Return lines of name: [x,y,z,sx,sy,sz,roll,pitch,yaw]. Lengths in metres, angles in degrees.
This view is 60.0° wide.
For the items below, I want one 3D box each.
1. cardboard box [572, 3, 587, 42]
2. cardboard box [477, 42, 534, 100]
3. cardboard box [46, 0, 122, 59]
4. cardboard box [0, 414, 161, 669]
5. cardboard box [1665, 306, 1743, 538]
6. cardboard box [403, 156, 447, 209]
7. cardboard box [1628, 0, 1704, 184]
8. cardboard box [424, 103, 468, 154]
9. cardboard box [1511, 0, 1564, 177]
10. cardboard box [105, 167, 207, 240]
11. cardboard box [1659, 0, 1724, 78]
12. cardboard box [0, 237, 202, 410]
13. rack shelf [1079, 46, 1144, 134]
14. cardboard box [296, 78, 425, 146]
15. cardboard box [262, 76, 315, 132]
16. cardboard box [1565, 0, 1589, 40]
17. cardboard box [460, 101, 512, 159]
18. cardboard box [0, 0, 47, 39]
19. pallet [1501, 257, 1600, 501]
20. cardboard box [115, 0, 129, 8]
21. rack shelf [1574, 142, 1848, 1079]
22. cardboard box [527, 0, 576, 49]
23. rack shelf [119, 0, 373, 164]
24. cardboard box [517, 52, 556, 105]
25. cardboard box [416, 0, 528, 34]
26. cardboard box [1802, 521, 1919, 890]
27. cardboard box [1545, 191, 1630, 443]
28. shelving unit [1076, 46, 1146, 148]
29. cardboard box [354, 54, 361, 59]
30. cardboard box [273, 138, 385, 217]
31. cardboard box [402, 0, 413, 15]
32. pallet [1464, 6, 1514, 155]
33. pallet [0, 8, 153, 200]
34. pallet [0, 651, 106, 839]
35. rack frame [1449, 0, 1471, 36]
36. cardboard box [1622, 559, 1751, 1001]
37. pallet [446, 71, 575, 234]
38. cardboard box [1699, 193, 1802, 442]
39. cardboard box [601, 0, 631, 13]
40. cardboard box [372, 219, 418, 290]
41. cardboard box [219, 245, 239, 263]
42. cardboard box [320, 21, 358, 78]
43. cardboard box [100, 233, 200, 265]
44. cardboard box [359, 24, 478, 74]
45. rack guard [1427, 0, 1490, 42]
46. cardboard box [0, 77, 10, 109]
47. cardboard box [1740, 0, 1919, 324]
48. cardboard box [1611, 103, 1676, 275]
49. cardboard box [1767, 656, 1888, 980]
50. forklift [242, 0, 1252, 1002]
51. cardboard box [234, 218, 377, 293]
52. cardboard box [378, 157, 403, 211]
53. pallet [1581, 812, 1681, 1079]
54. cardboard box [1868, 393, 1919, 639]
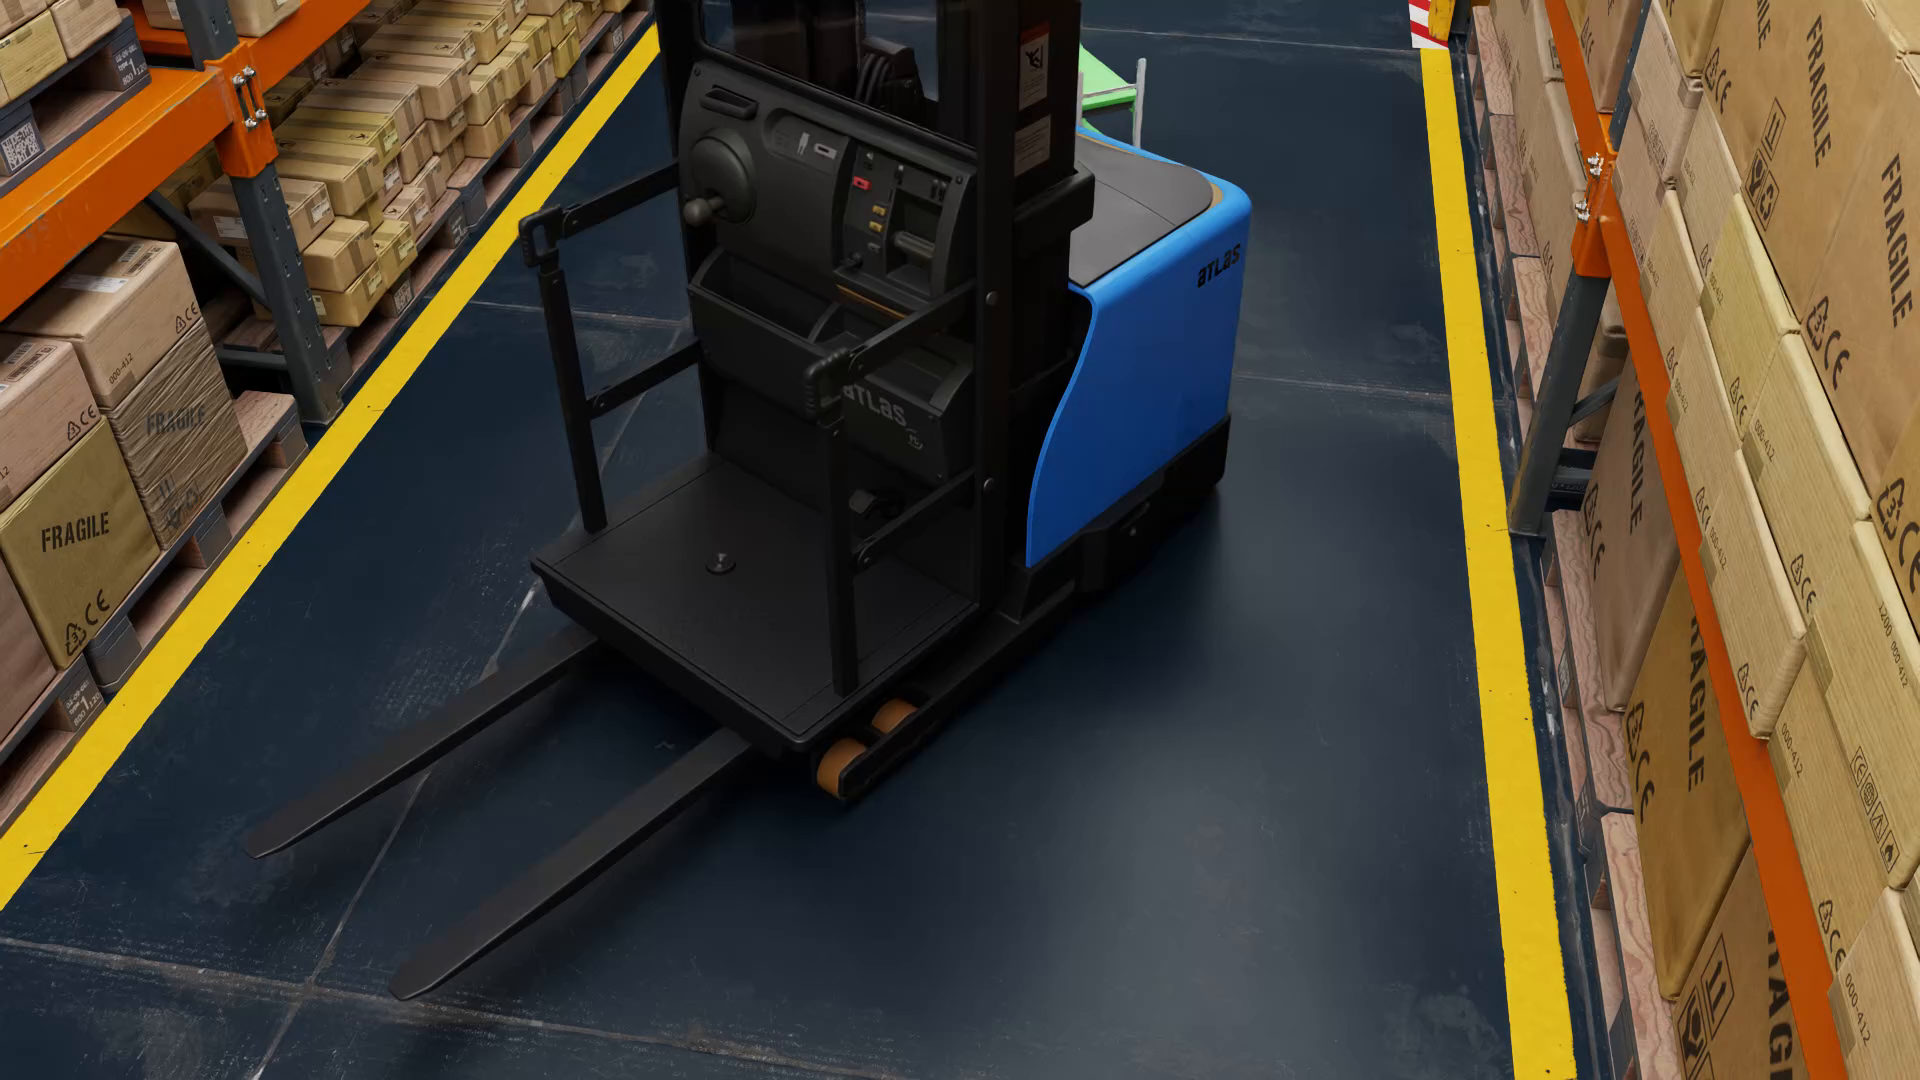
cardboard box: [-1.951,-2.371,7.671,0.380,0.149,0.250,7,40,8]
cardboard box: [-2.018,-1.974,6.958,0.380,0.149,0.250,7,40,8]
cardboard box: [-2.526,-1.430,4.493,0.380,0.149,0.250,6,40,7]
cardboard box: [-2.621,-0.020,4.552,0.500,0.500,0.500,6,40,7]
cardboard box: [1.712,-0.204,3.260,0.500,0.250,0.500,6,40,7]
cardboard box: [-2.240,-1.386,6.480,0.380,0.149,0.250,6,40,7]
cardboard box: [1.887,-1.043,3.883,0.500,0.250,0.500,5,40,6]
cardboard box: [-2.192,-1.671,6.591,0.380,0.149,0.250,8,40,10]
cardboard box: [2.767,-1.838,6.800,0.875,0.438,0.875,7,40,9]
cardboard box: [-2.847,-1.180,5.764,0.380,0.149,0.250,7,40,9]
cardboard box: [1.882,-1.333,3.645,0.500,0.500,0.500,7,40,8]
cardboard box: [-2.532,-0.628,4.699,0.500,0.250,0.500,5,40,6]
rack shelf: [0.366,-1.466,5.429,0.258,0.148,0.480,-16,42,-19]
cardboard box: [-2.264,-1.618,6.294,0.380,0.149,0.250,5,40,7]
cardboard box: [-2.684,-1.656,6.340,0.380,0.149,0.250,8,40,9]
cardboard box: [2.153,-1.835,5.037,0.500,0.500,0.500,5,40,7]
cardboard box: [-2.088,-1.711,6.873,0.380,0.149,0.250,5,40,6]
cardboard box: [-2.571,-1.379,4.197,0.380,0.149,0.250,7,40,8]
pallet: [2.450,-0.547,5.746,1.003,0.211,1.213,6,40,8]
cardboard box: [-2.833,-1.744,5.203,0.380,0.149,0.250,6,40,7]
rack shelf: [1.895,0.379,3.002,1.077,0.370,4.000,6,40,8]
cardboard box: [-1.935,-2.309,7.362,0.380,0.149,0.250,7,40,8]
rack shelf: [-2.306,-2.614,6.622,1.077,0.370,4.000,6,40,8]
cardboard box: [-2.000,-2.034,7.264,0.380,0.149,0.250,7,40,9]
cardboard box: [-2.075,-2.267,7.079,0.380,0.149,0.250,5,40,6]
cardboard box: [1.536,0.244,2.326,0.500,0.250,0.500,5,40,7]
cardboard box: [2.455,-0.710,5.436,0.875,0.438,0.875,6,40,7]
shelving unit: [0.366,-1.145,5.694,0.258,1.200,0.503,-16,42,-19]
cardboard box: [-2.528,-2.025,7.020,0.380,0.149,0.250,8,40,10]
cardboard box: [-2.282,-1.288,5.895,0.380,0.149,0.250,8,40,10]
cardboard box: [-2.593,-2.319,7.142,0.380,0.149,0.250,7,40,8]
pallet: [2.872,-2.079,7.599,1.003,0.211,1.213,6,40,8]
pallet: [-2.927,-1.098,4.375,1.003,0.211,1.213,6,40,8]
pallet: [-2.994,0.696,4.243,1.003,0.211,1.213,6,40,8]
rack frame: [2.933,-3.664,7.327,1.000,3.000,0.127,6,40,8]
cardboard box: [2.064,0.469,3.666,0.875,0.875,0.875,7,40,9]
pallet: [-2.362,-1.754,7.206,1.003,0.211,1.213,6,40,8]
cardboard box: [1.711,-0.399,3.104,0.500,0.250,0.500,7,40,8]
cardboard box: [-1.790,-2.683,8.049,0.380,0.149,0.250,8,40,9]
cardboard box: [-2.226,-1.059,6.085,0.380,0.149,0.250,8,40,9]
cardboard box: [-2.792,-1.136,6.178,0.380,0.149,0.250,7,40,9]
cardboard box: [-2.693,-2.007,6.764,0.380,0.149,0.250,5,40,6]
cardboard box: [-2.910,-1.046,5.836,0.380,0.149,0.250,7,40,9]
cardboard box: [-2.174,-1.949,6.694,0.380,0.149,0.250,5,40,6]
rack guard: [2.937,-2.715,8.142,1.175,0.500,0.348,6,40,8]
cardboard box: [-2.615,-1.111,4.107,0.380,0.149,0.250,6,40,8]
cardboard box: [1.732,-0.696,2.875,0.500,0.500,0.500,5,40,7]
cardboard box: [1.905,-0.849,4.040,0.500,0.250,0.500,6,40,7]
cardboard box: [1.557,0.432,2.491,0.500,0.250,0.500,6,40,7]
forklift: [-0.487,-0.806,3.925,1.130,2.935,3.031,29,48,30]
cardboard box: [-2.274,-1.006,5.787,0.380,0.149,0.250,8,40,10]
cardboard box: [-2.312,-1.331,6.181,0.380,0.149,0.250,6,40,7]
pallet: [1.973,1.182,3.655,1.003,0.211,1.213,6,40,8]
cardboard box: [1.554,-0.054,2.098,0.500,0.500,0.500,6,40,8]
